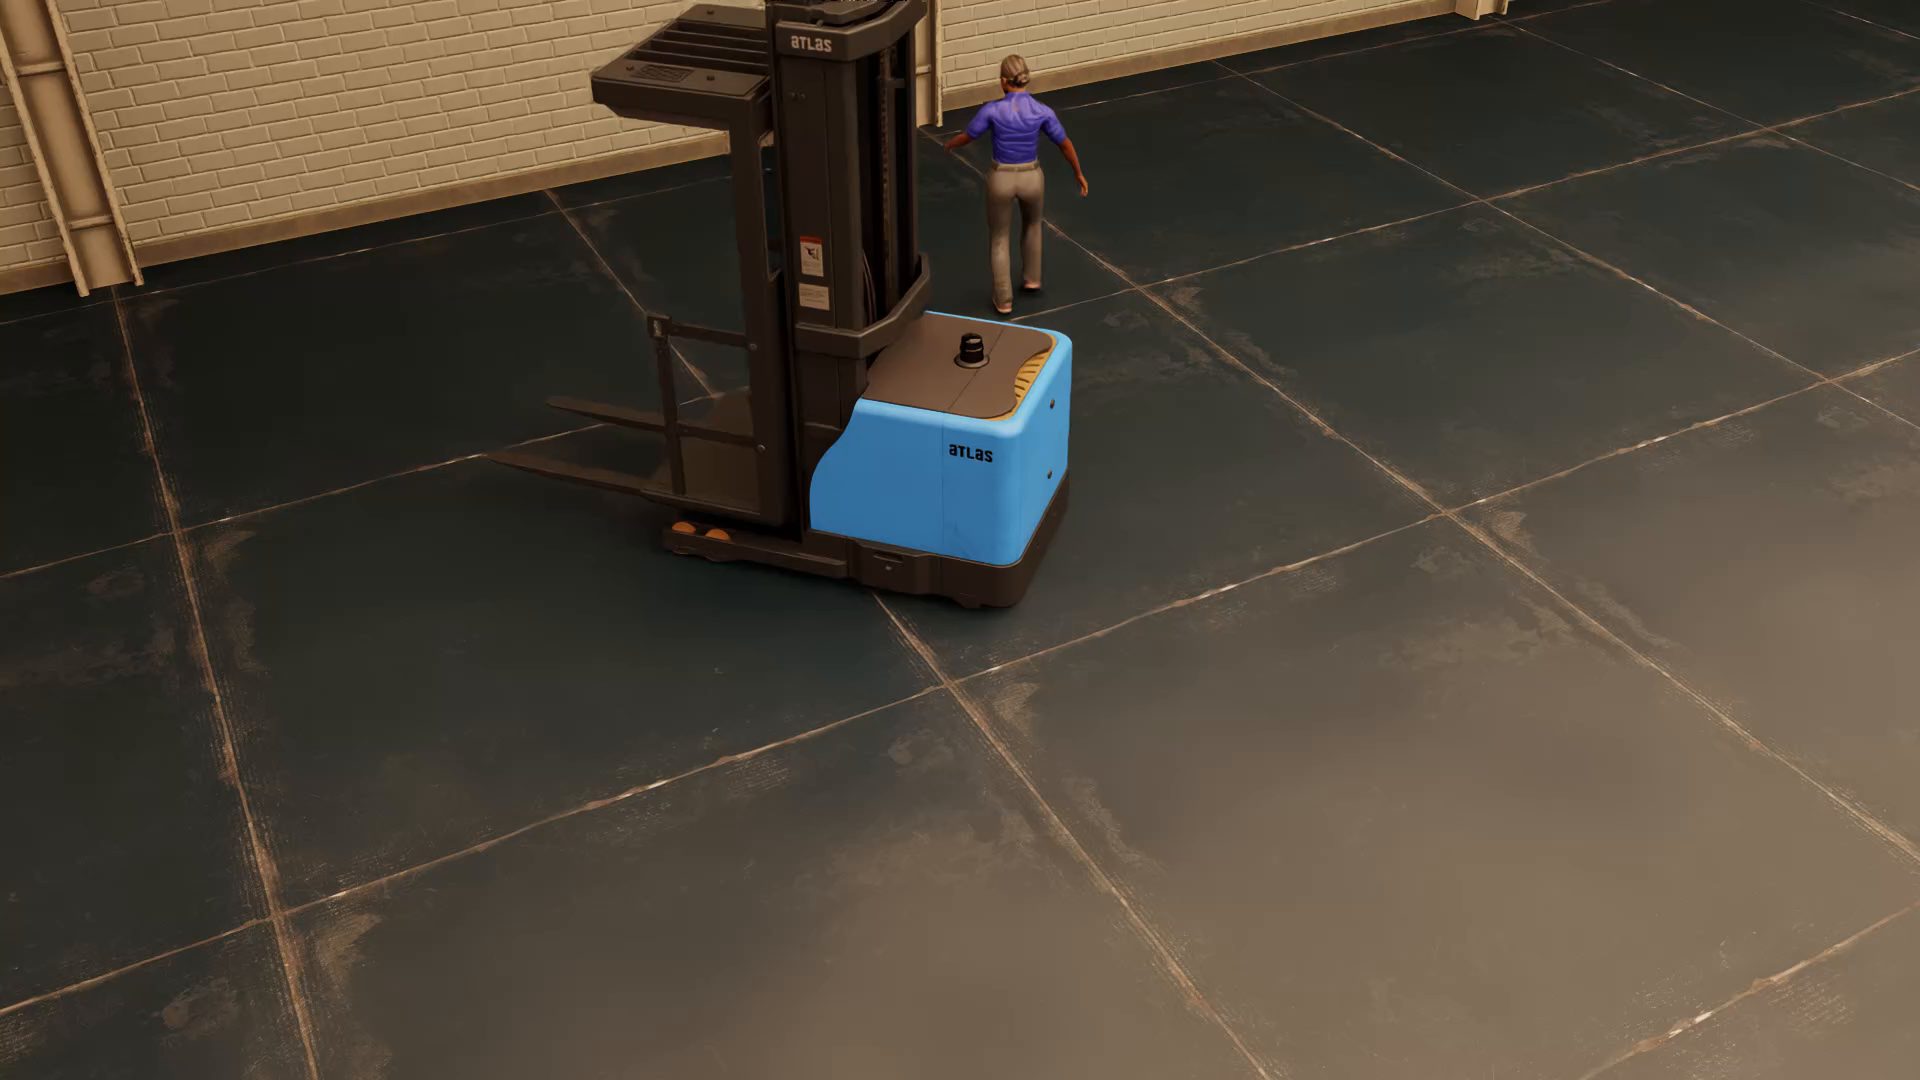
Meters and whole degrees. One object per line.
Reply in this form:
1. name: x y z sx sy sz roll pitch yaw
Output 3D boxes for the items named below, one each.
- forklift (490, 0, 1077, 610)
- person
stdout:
1. forklift: -0.978 -1.357 8.043 3.031 2.935 1.130 11 37 15
2. person: 0.367 -2.265 10.501 0.915 1.676 0.615 -1 35 -1
